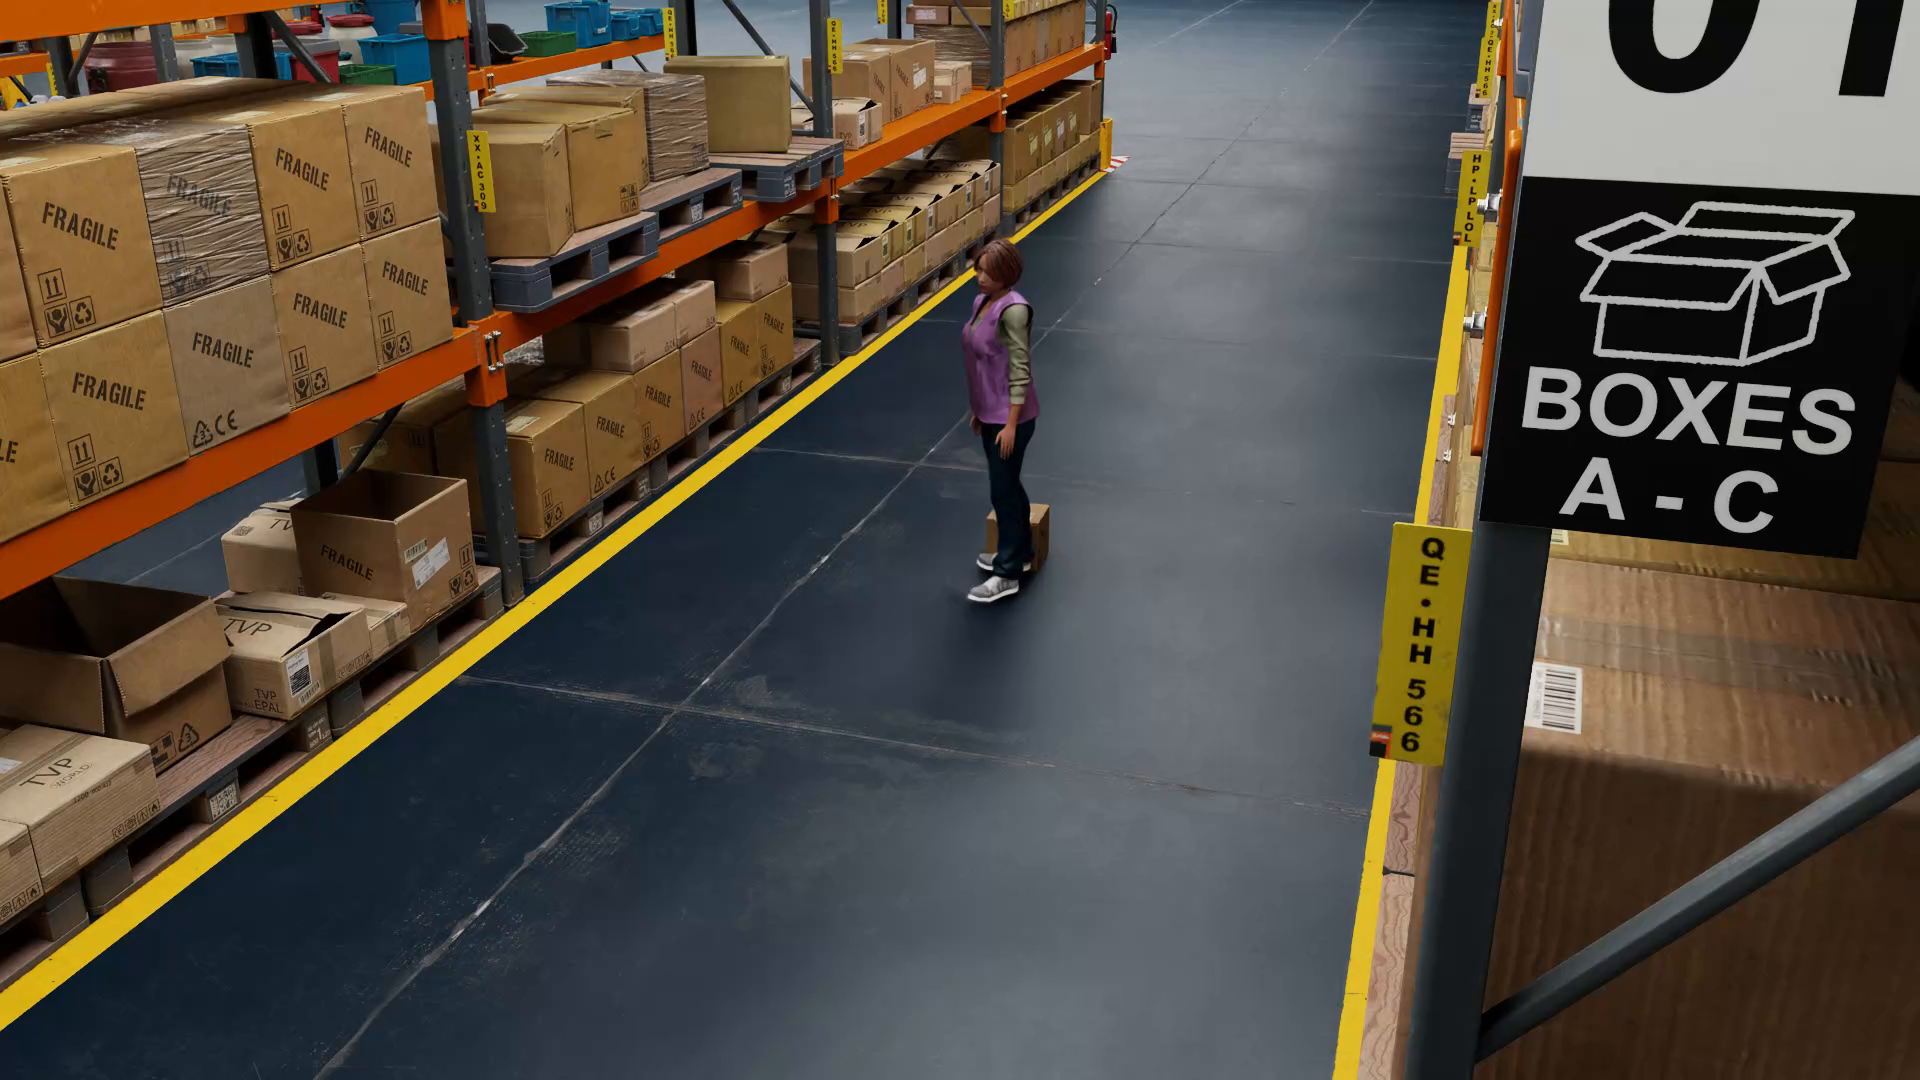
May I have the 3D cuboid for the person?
[{"bbox_3d":[0.172,-0.534,7.361,0.401,1.584,0.483,-6,23,-15],"label":"person"}]
